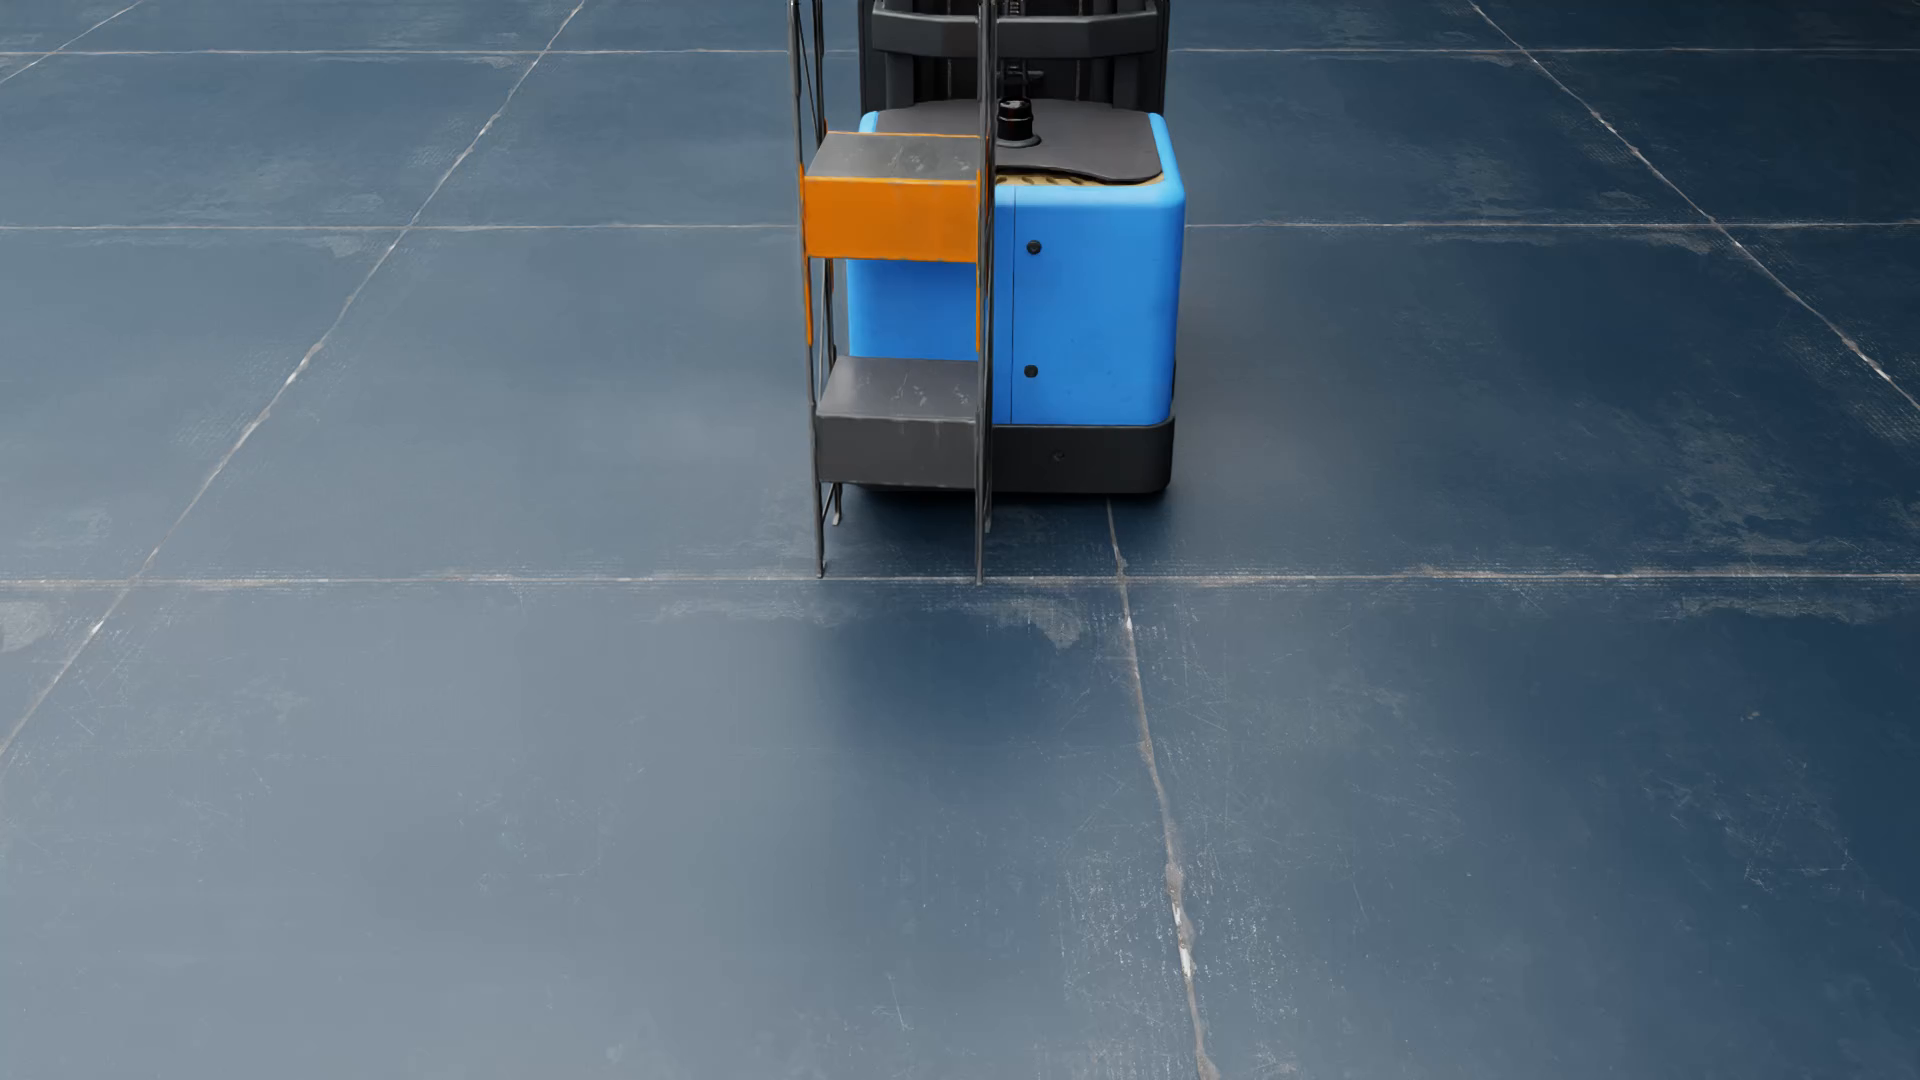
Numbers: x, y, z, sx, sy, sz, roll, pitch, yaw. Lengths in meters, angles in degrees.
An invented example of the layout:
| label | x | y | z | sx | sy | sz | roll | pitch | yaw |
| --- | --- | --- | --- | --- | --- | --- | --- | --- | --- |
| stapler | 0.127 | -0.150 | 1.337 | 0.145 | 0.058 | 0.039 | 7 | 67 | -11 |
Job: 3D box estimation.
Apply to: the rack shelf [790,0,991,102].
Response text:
| label | x | y | z | sx | sy | sz | roll | pitch | yaw |
| --- | --- | --- | --- | --- | --- | --- | --- | --- | --- |
| rack shelf | -0.167 | -1.458 | 4.306 | 0.480 | 0.518 | 0.431 | 3 | 31 | 4 |

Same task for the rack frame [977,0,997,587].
| label | x | y | z | sx | sy | sz | roll | pitch | yaw |
| --- | --- | --- | --- | --- | --- | --- | --- | --- | --- |
| rack frame | 0.076 | -0.860 | 4.643 | 0.015 | 2.100 | 0.400 | 3 | 31 | 4 |

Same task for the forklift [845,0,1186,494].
| label | x | y | z | sx | sy | sz | roll | pitch | yaw |
| --- | --- | --- | --- | --- | --- | --- | --- | --- | --- |
| forklift | 0.191 | -2.130 | 5.934 | 1.130 | 2.935 | 3.031 | 1 | 31 | 1 |

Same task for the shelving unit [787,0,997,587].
| label | x | y | z | sx | sy | sz | roll | pitch | yaw |
| --- | --- | --- | --- | --- | --- | --- | --- | --- | --- |
| shelving unit | -0.167 | -0.871 | 4.662 | 0.503 | 2.100 | 0.431 | 3 | 31 | 4 |

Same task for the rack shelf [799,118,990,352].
| label | x | y | z | sx | sy | sz | roll | pitch | yaw |
| --- | --- | --- | --- | --- | --- | --- | --- | --- | --- |
| rack shelf | -0.167 | -0.860 | 4.669 | 0.480 | 0.518 | 0.431 | 3 | 31 | 4 |

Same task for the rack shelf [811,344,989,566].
| label | x | y | z | sx | sy | sz | roll | pitch | yaw |
| --- | --- | --- | --- | --- | --- | --- | --- | --- | --- |
| rack shelf | -0.167 | -0.261 | 5.032 | 0.480 | 0.518 | 0.431 | 3 | 31 | 4 |

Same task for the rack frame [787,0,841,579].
| label | x | y | z | sx | sy | sz | roll | pitch | yaw |
| --- | --- | --- | --- | --- | --- | --- | --- | --- | --- |
| rack frame | -0.410 | -0.883 | 4.680 | 0.015 | 2.100 | 0.400 | 3 | 31 | 4 |
